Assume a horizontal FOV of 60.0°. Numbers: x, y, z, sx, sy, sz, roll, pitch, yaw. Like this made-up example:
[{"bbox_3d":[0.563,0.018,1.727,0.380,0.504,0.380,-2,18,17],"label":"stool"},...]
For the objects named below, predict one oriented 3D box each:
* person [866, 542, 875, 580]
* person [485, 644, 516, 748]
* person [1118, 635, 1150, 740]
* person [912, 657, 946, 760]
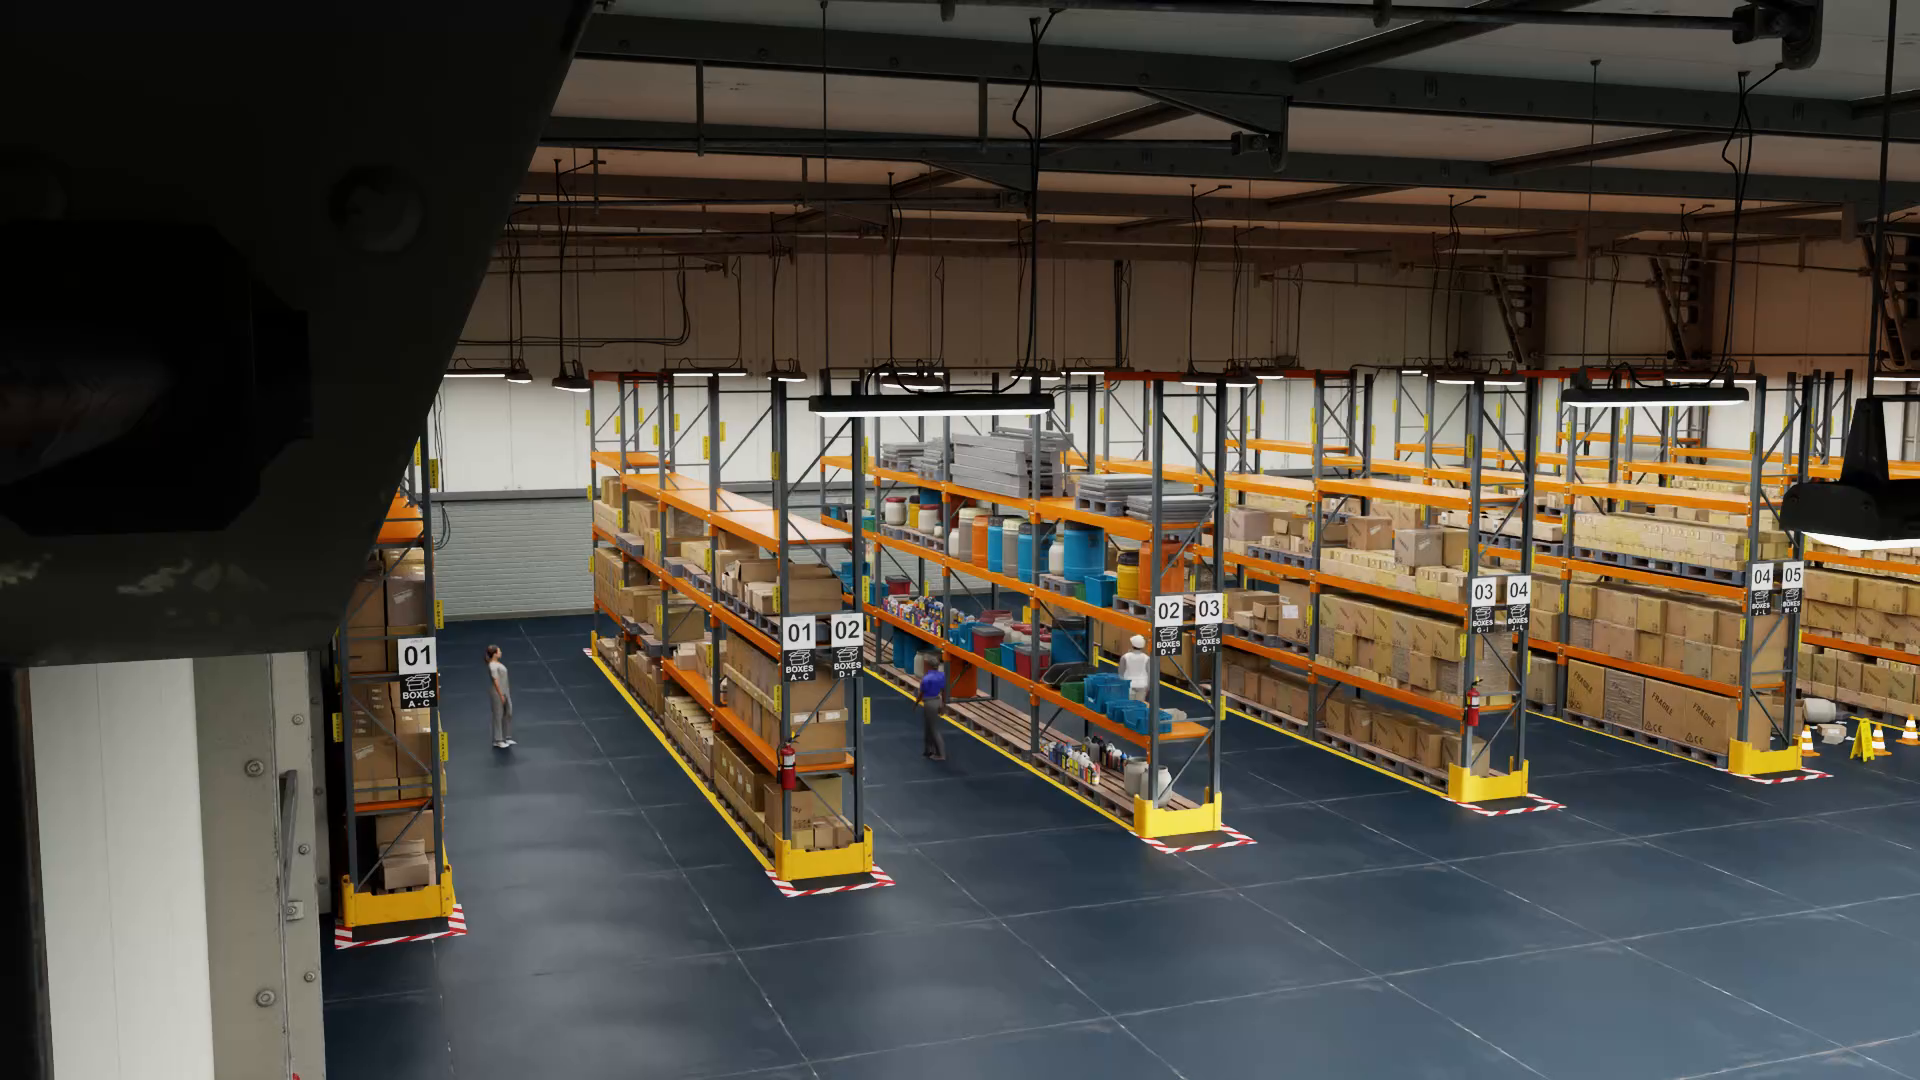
[{"bbox_3d":[-2.283,0.894,41.447,0.488,1.686,0.530,-6,9,-44],"label":"person"},{"bbox_3d":[-7.442,2.529,26.918,0.422,1.715,0.527,1,6,10],"label":"person"},{"bbox_3d":[2.858,2.410,27.177,0.529,1.758,0.481,2,7,17],"label":"person"},{"bbox_3d":[-0.462,2.652,25.964,0.599,1.701,0.491,4,7,29],"label":"person"}]
